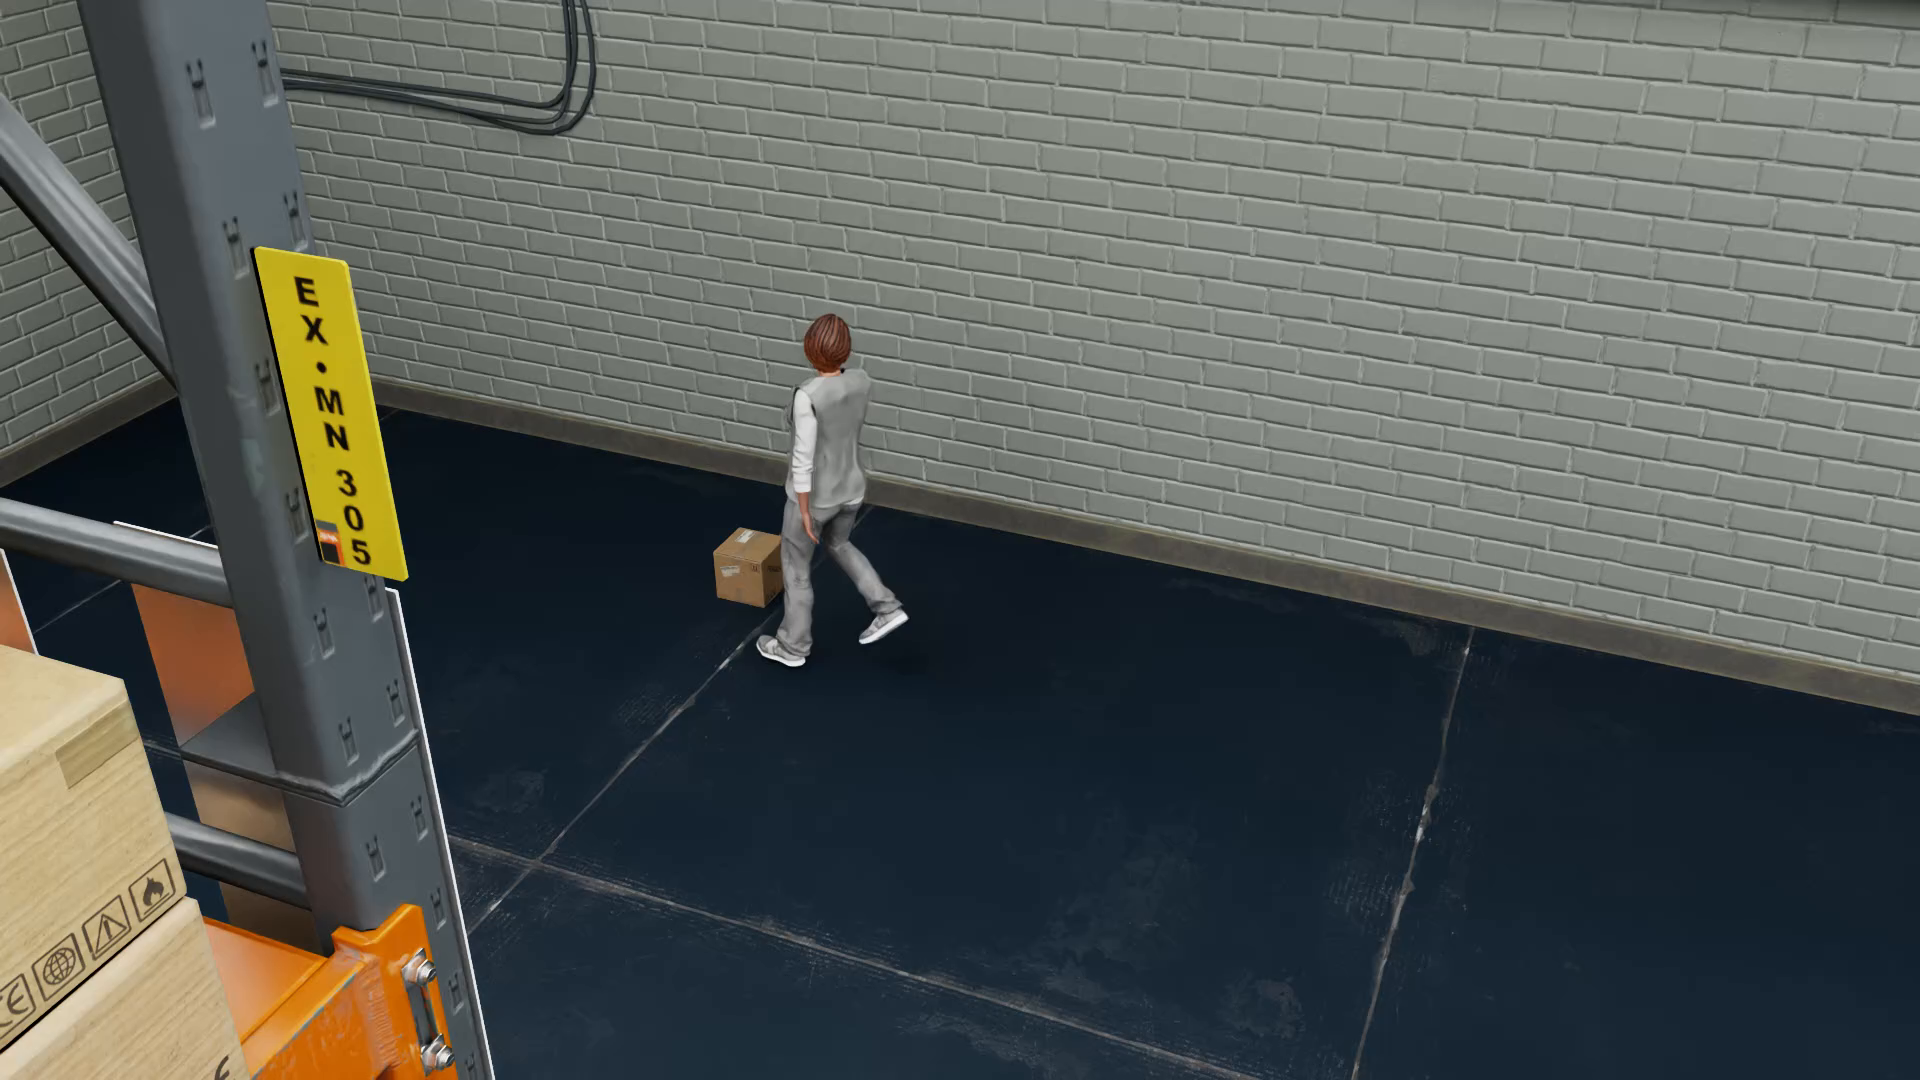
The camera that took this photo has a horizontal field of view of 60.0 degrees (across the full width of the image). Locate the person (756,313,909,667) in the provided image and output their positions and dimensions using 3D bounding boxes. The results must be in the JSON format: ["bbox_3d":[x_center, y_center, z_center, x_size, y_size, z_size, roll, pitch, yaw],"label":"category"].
[{"bbox_3d":[-0.549,-0.162,6.931,0.458,1.564,0.611,-27,39,-38],"label":"person"}]
